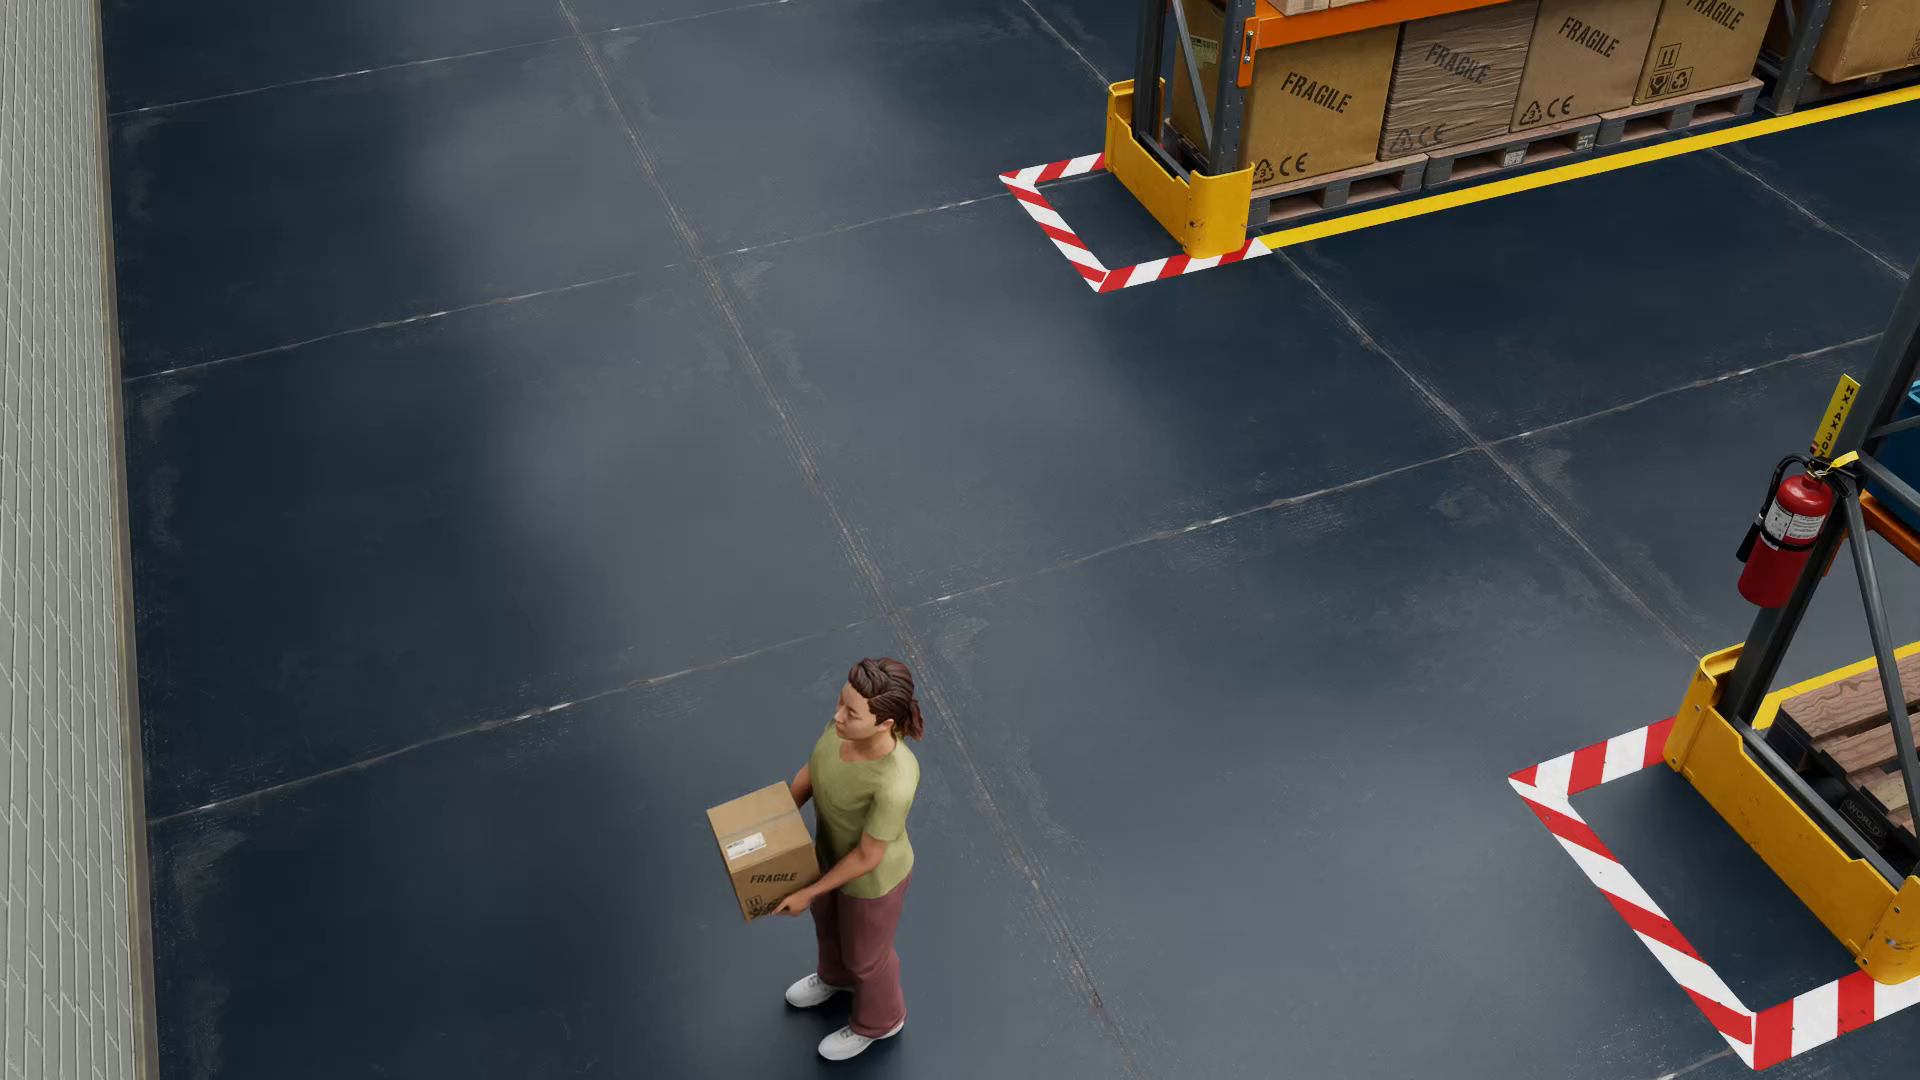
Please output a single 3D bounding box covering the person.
[{"bbox_3d":[-0.352,0.996,5.052,0.546,1.671,0.435,-18,45,-19],"label":"person"}]
